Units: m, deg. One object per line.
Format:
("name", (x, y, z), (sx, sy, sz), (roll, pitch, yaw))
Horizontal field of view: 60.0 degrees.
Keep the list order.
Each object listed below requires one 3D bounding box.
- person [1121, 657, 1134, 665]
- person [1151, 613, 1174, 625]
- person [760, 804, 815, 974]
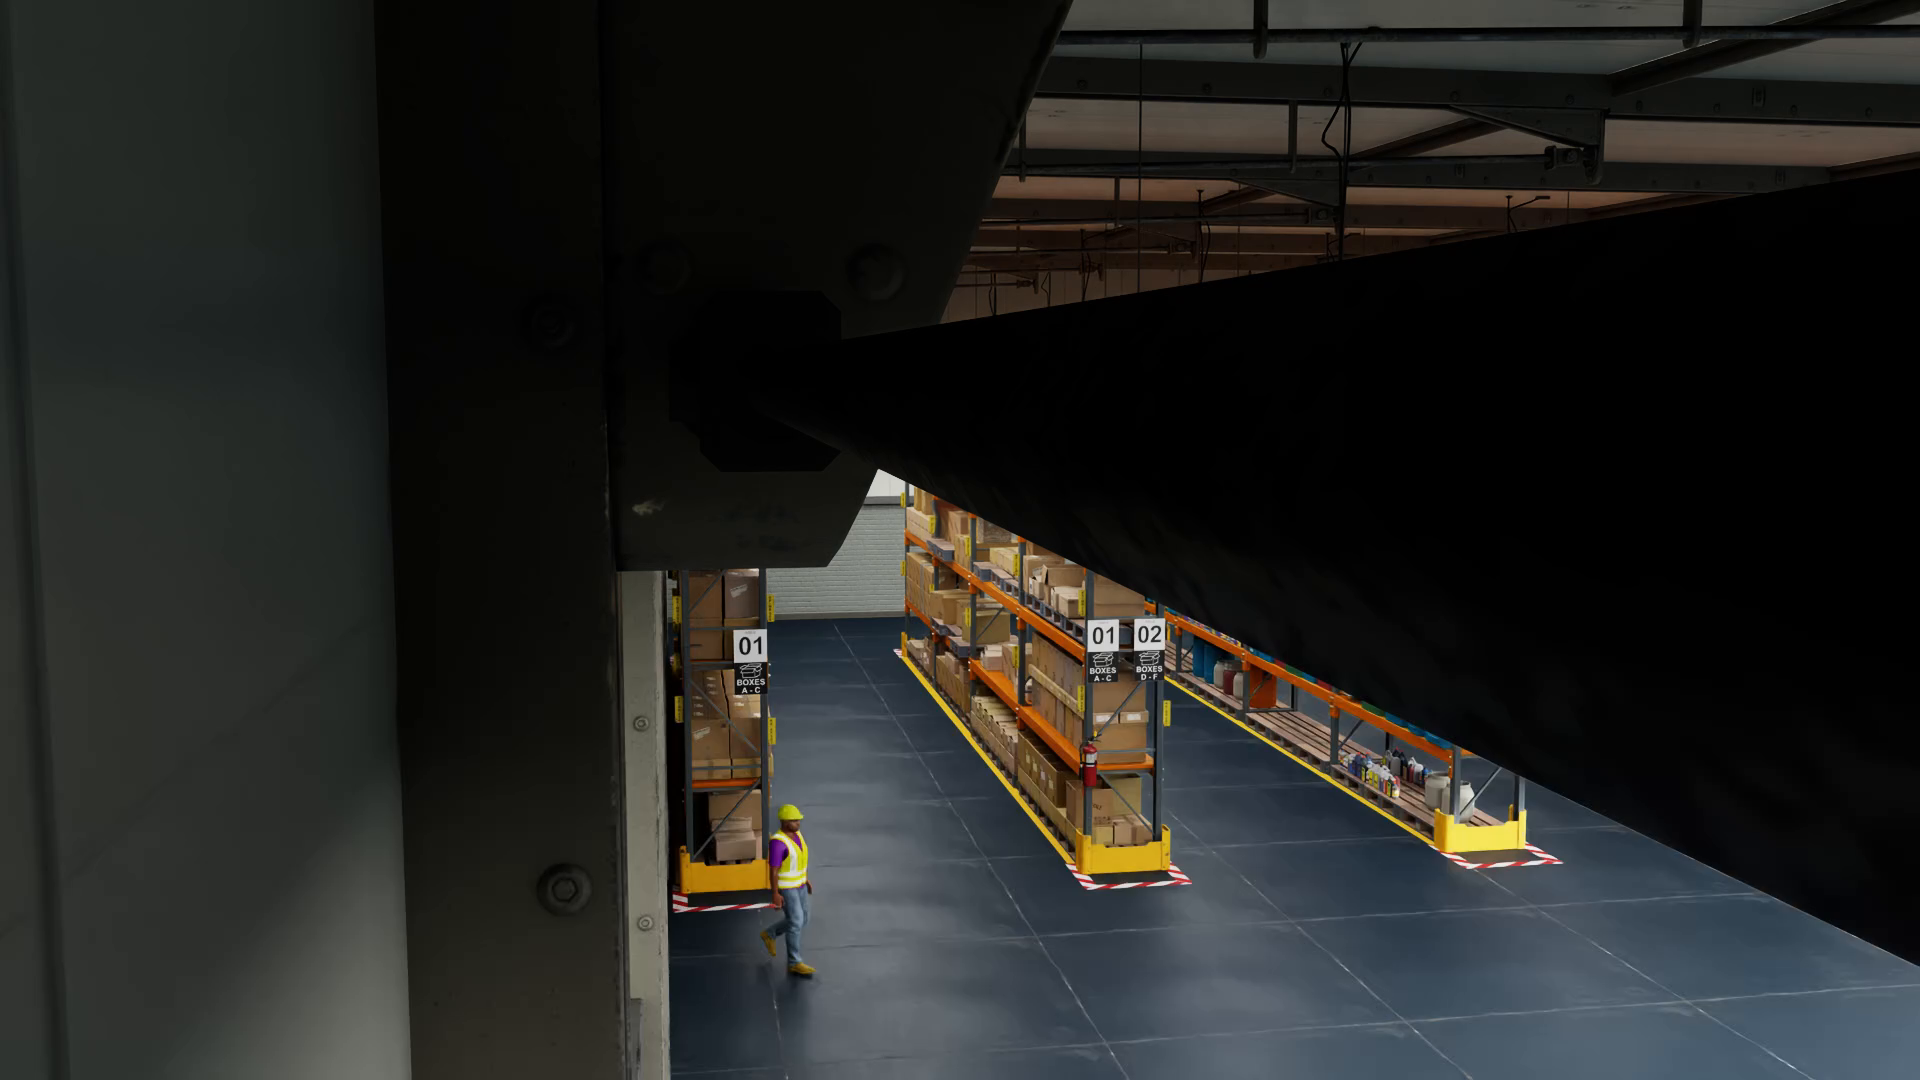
("person", (3.214, 2.325, 30.754), (0.590, 1.796, 0.624), (1, 6, 9))
("person", (5.039, 1.280, 41.122), (0.758, 1.590, 0.490), (4, 7, 33))
("person", (-1.819, 3.638, 17.505), (0.715, 1.754, 0.610), (2, 6, 19))
